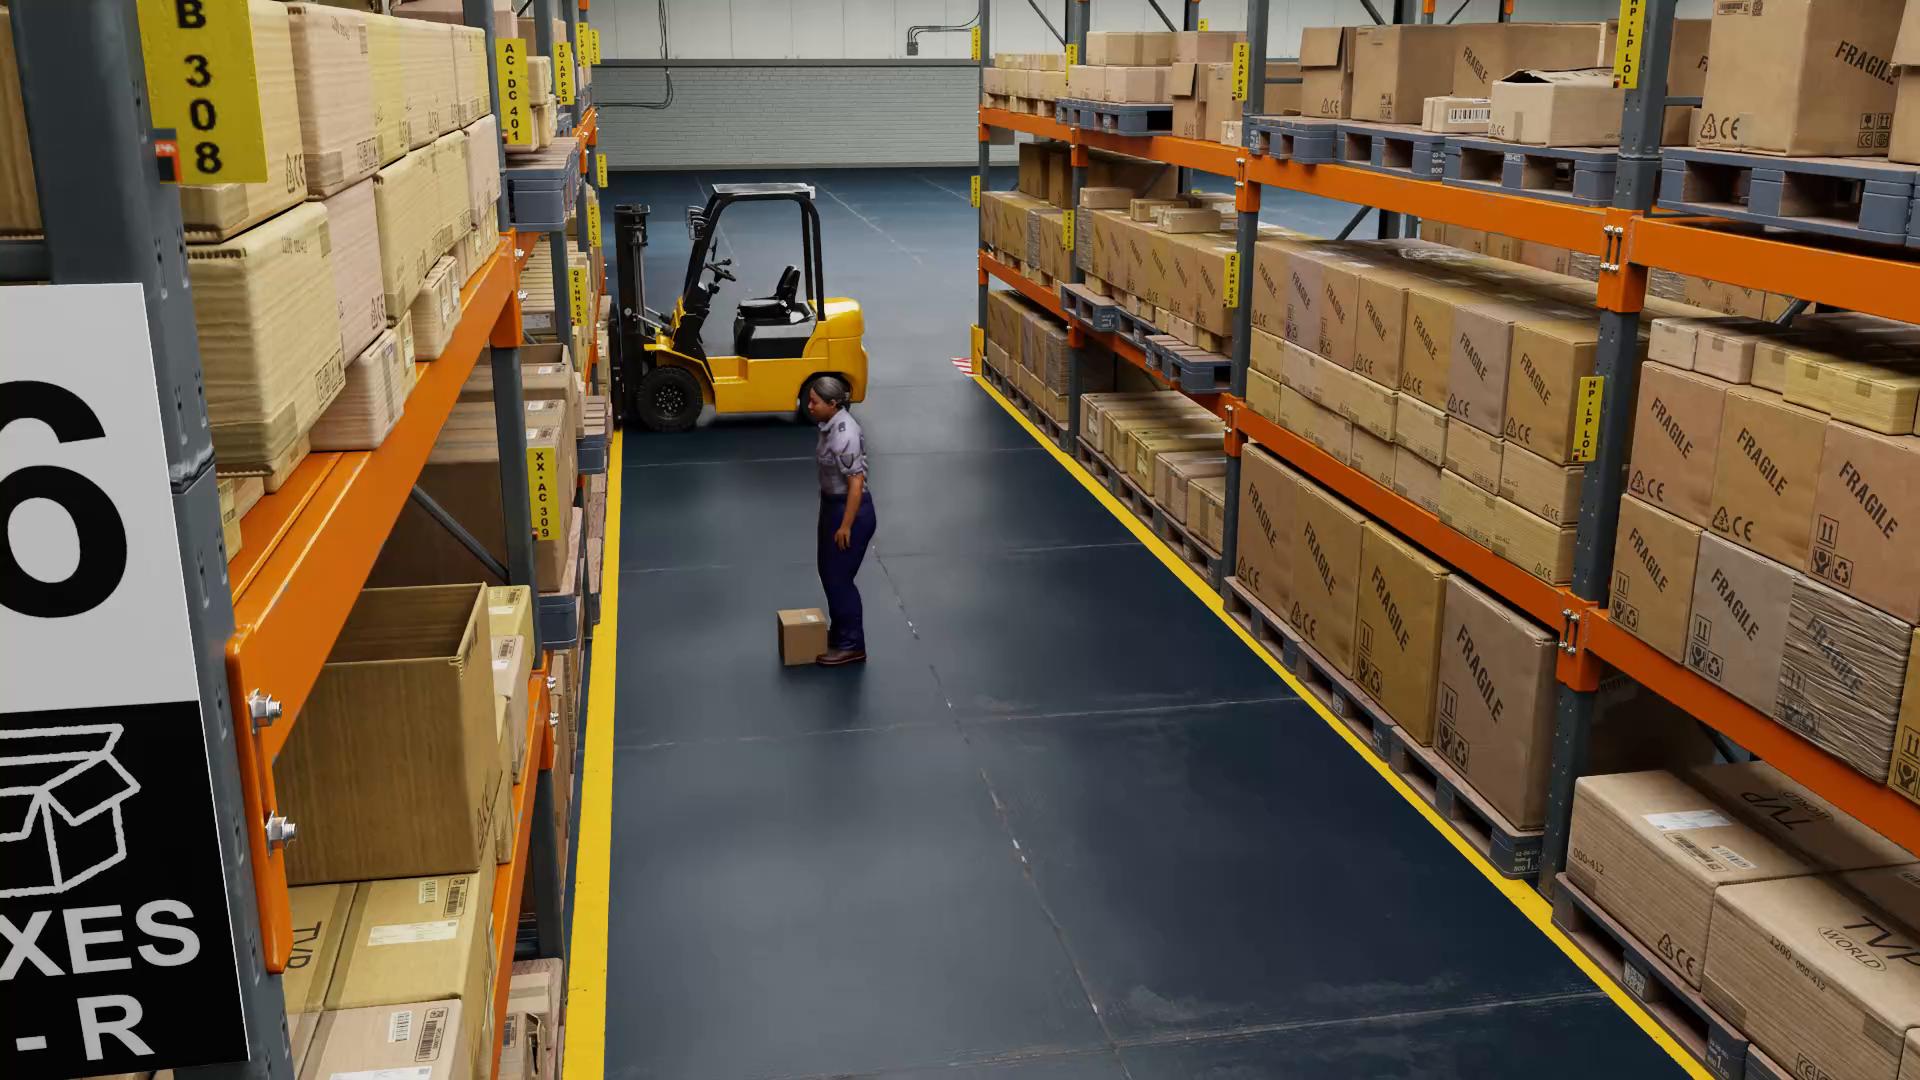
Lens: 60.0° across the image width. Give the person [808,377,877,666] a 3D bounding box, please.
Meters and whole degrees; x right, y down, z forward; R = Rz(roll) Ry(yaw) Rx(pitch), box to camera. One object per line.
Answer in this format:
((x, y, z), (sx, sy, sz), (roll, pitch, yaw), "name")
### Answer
((-0.682, -0.128, 9.485), (0.374, 1.651, 0.560), (-4, 17, -14), "person")
